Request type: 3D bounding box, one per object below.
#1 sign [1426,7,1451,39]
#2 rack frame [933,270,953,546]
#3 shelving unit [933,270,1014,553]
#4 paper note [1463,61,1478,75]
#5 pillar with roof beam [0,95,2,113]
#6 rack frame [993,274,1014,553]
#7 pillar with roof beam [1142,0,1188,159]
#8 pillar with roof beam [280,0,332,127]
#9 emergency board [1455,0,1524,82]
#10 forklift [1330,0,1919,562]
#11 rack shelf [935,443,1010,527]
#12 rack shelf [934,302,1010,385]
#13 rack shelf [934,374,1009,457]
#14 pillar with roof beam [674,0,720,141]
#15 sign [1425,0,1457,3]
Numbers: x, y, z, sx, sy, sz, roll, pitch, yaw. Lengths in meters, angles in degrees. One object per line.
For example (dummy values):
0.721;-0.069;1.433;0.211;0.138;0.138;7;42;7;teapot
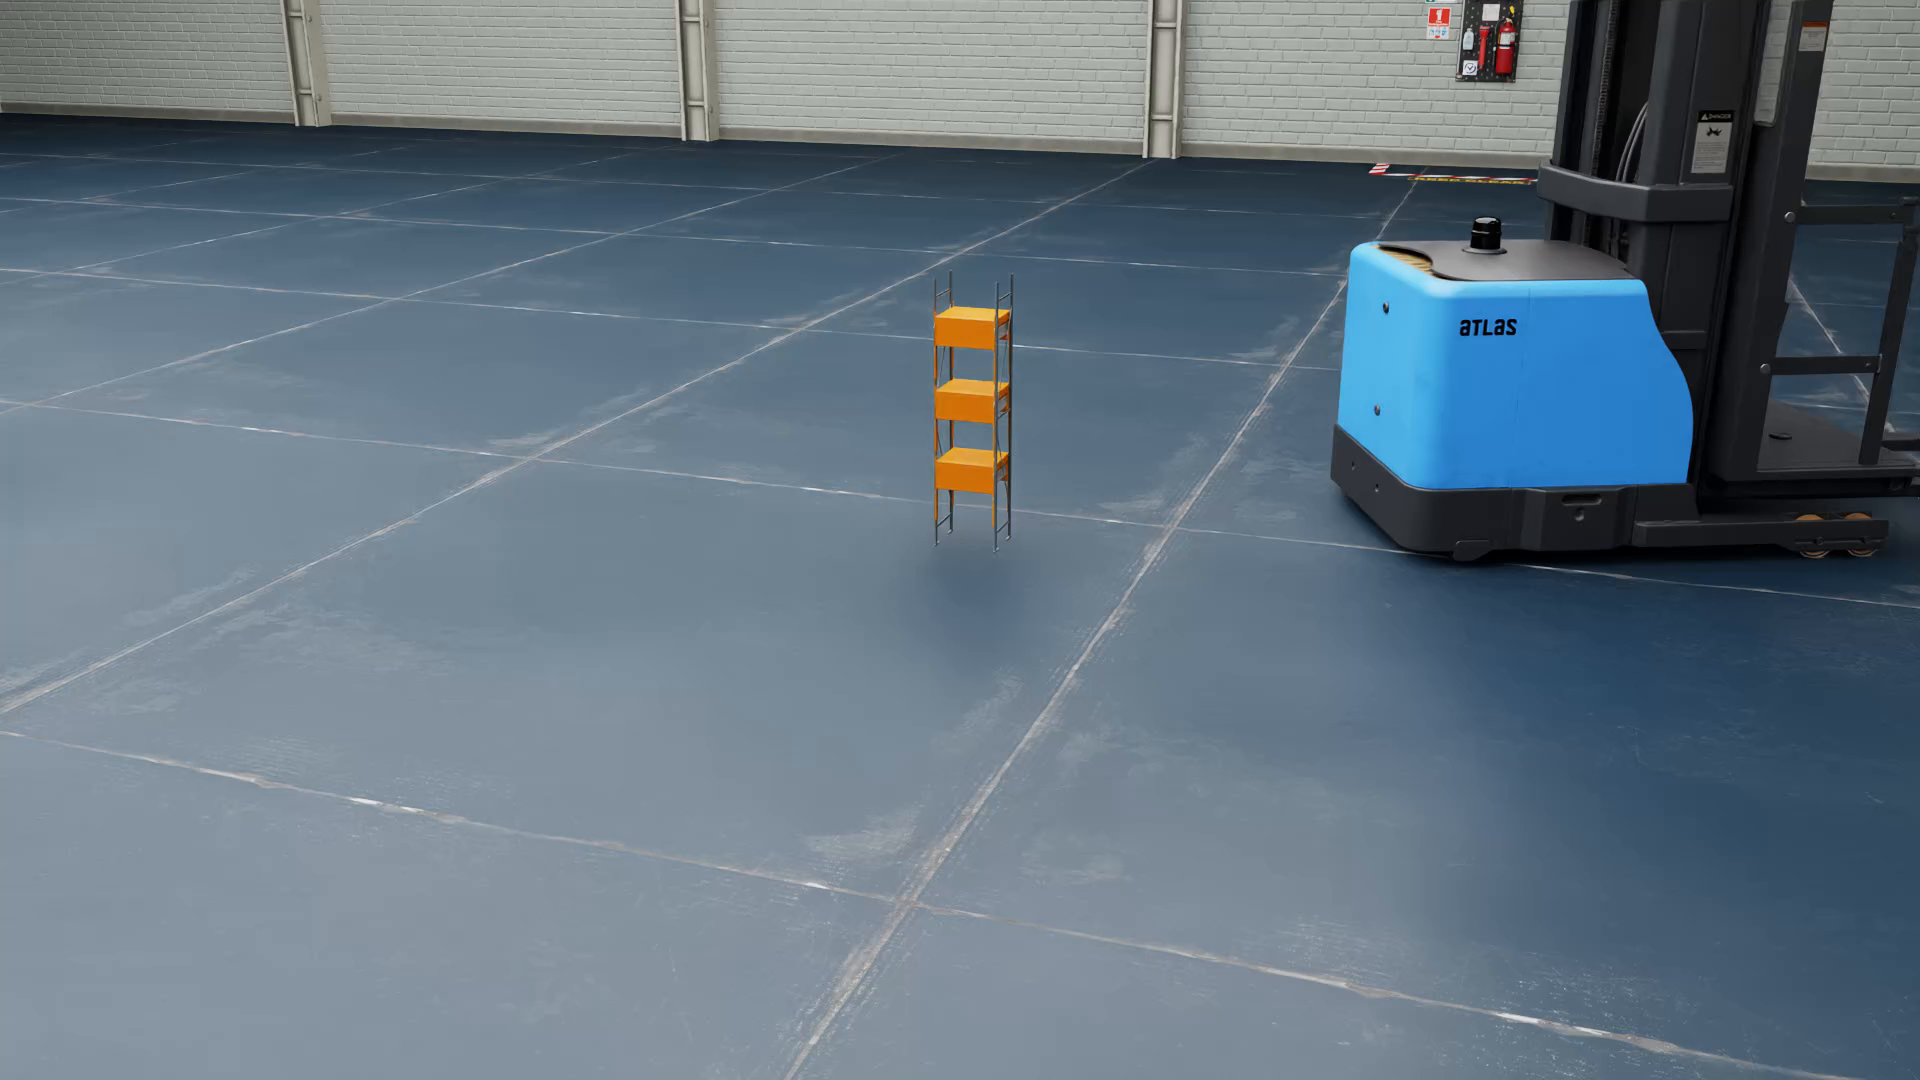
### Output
5.214;-5.629;18.114;0.234;0.329;0.001;7;20;18;sign
-0.065;-0.503;6.425;0.008;1.050;0.200;7;20;18;rack frame
0.051;-0.490;6.387;0.252;1.050;0.215;7;20;18;shelving unit
5.558;-5.145;18.118;0.142;0.148;0.016;7;20;18;paper note
-16.059;-9.328;19.666;0.400;9.000;9.100;7;20;18;pillar with roof beam
0.166;-0.477;6.349;0.008;1.050;0.200;7;20;18;rack frame
0.944;-7.384;14.088;0.400;9.000;9.100;7;20;18;pillar with roof beam
-10.391;-8.680;17.807;0.400;9.000;9.100;7;20;18;pillar with roof beam
5.703;-5.520;17.856;0.643;1.169;0.194;7;20;18;emergency board
3.132;-1.484;6.382;3.031;2.935;1.130;-2;19;-5;forklift
0.051;-0.218;6.482;0.240;0.259;0.215;7;20;18;rack shelf
0.051;-0.748;6.297;0.240;0.259;0.215;7;20;18;rack shelf
0.051;-0.480;6.390;0.240;0.259;0.215;7;20;18;rack shelf
-4.724;-8.032;15.948;0.400;9.000;9.100;7;20;18;pillar with roof beam
5.216;-5.876;18.017;0.331;0.109;0.001;7;20;18;sign
